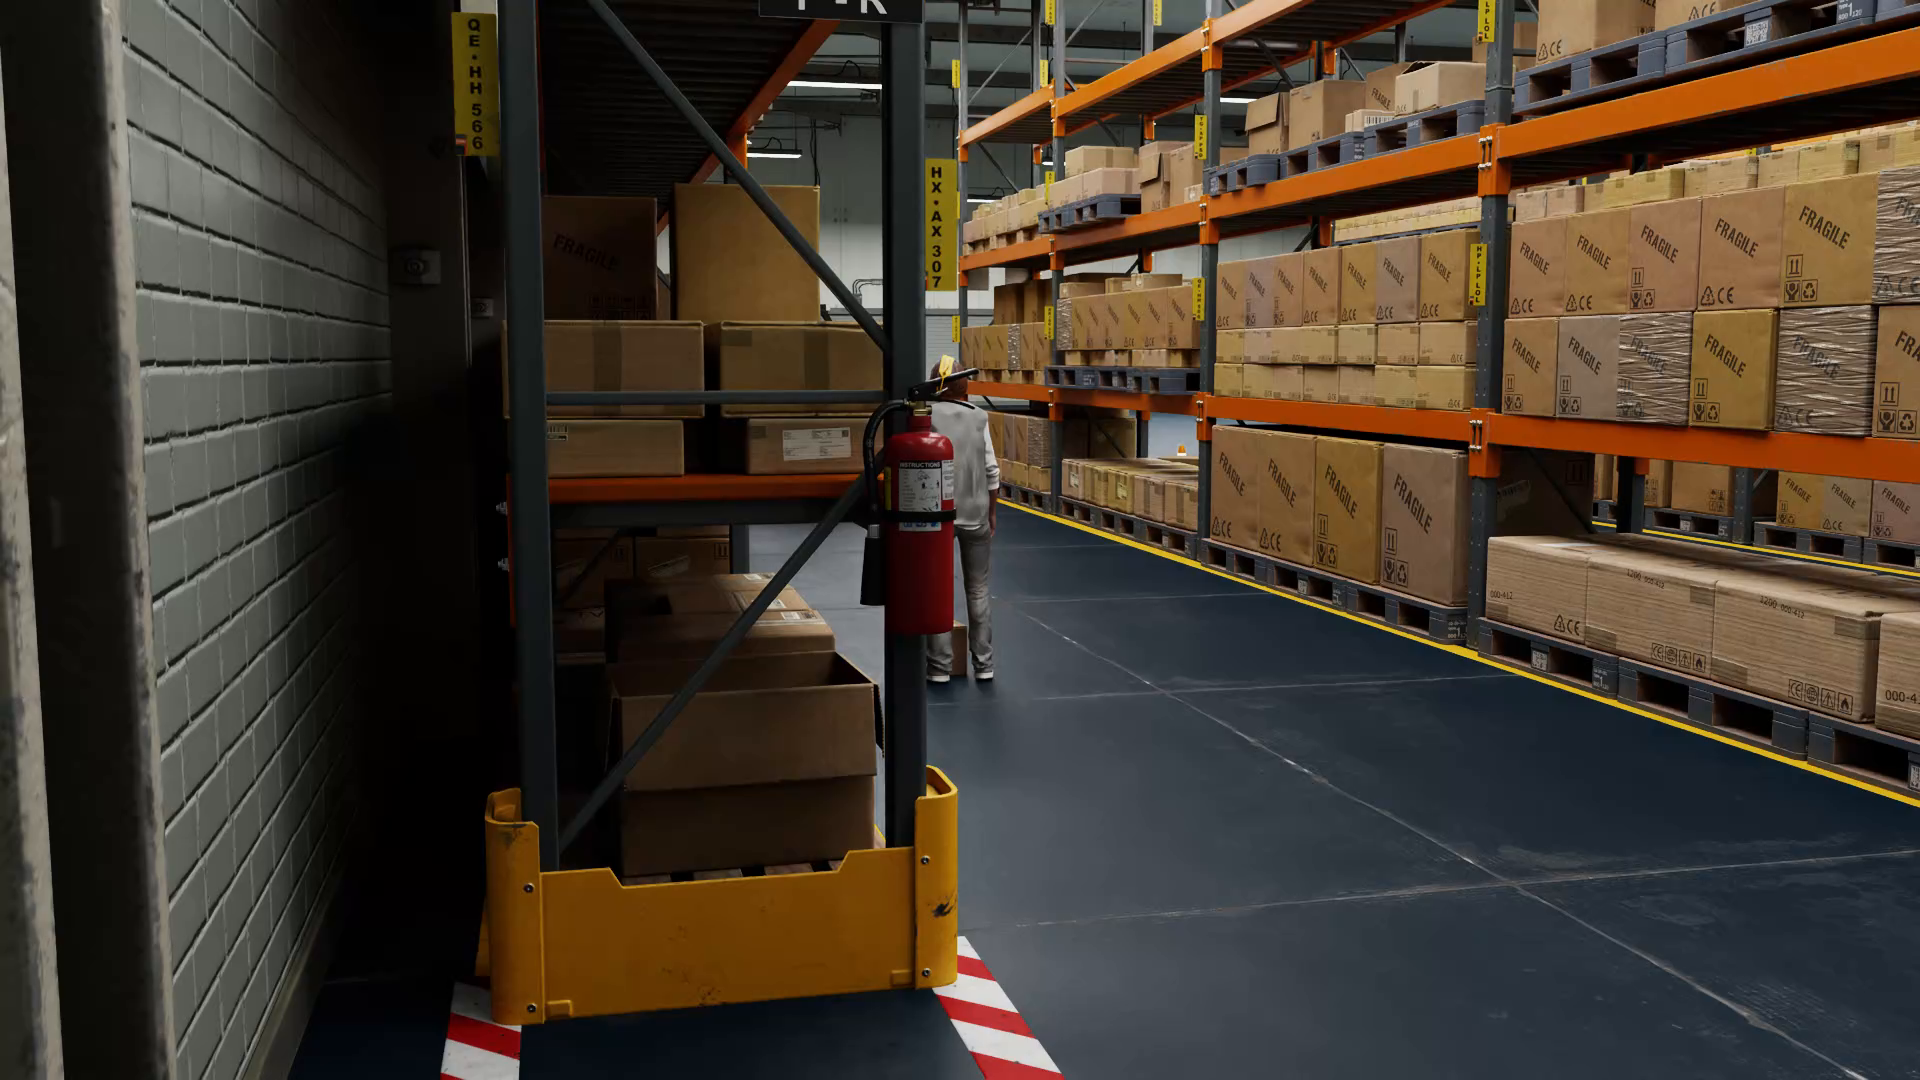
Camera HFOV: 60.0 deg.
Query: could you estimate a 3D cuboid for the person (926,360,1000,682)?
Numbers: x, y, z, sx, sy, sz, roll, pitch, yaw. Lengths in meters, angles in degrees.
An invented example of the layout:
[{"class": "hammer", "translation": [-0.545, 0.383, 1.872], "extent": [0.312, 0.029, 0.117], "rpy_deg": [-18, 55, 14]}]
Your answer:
[{"class": "person", "translation": [-0.031, -0.092, 8.210], "extent": [0.462, 1.592, 0.344], "rpy_deg": [-2, 7, -16]}]
